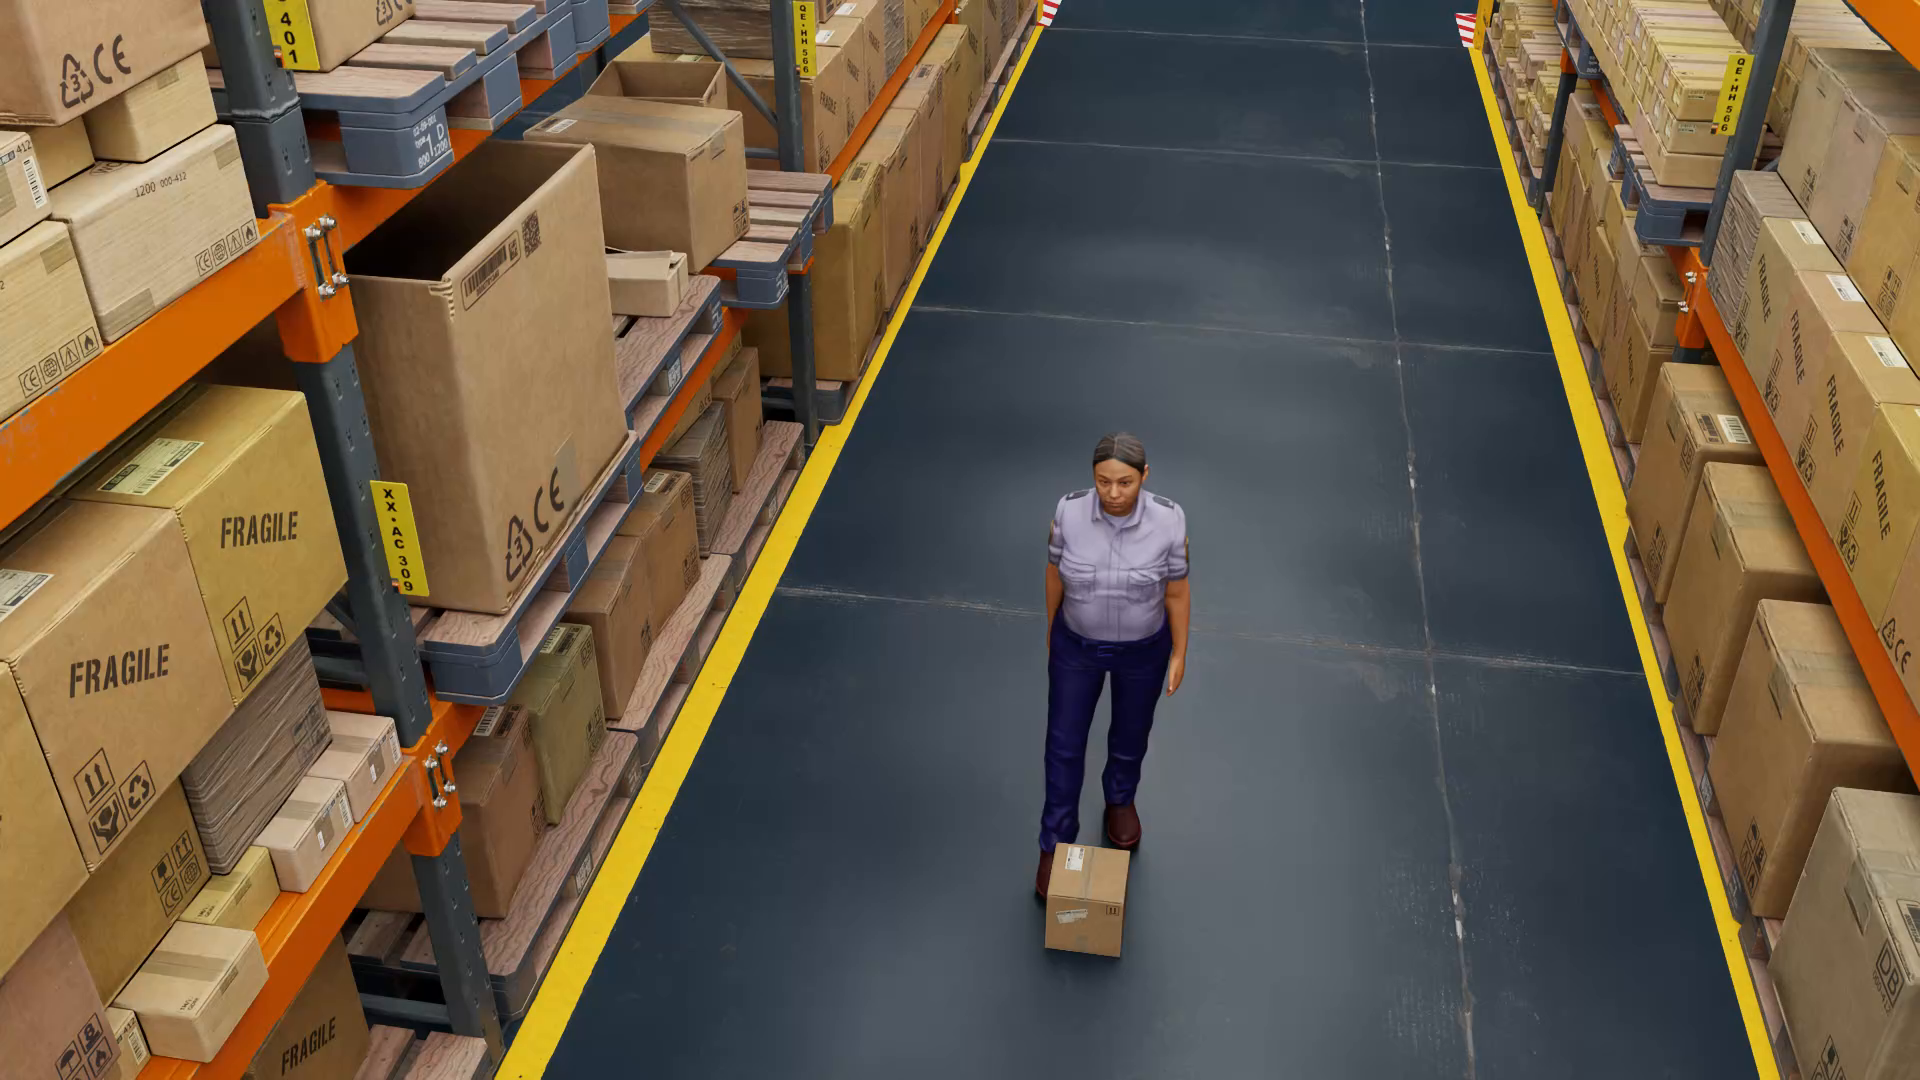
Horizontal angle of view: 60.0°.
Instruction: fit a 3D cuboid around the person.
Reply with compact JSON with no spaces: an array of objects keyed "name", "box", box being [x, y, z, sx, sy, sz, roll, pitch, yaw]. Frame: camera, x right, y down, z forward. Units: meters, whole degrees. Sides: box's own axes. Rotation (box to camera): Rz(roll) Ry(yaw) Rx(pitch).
[{"name":"person","box":[0.517,0.378,5.567,0.467,1.646,0.359,6,33,9]}]
